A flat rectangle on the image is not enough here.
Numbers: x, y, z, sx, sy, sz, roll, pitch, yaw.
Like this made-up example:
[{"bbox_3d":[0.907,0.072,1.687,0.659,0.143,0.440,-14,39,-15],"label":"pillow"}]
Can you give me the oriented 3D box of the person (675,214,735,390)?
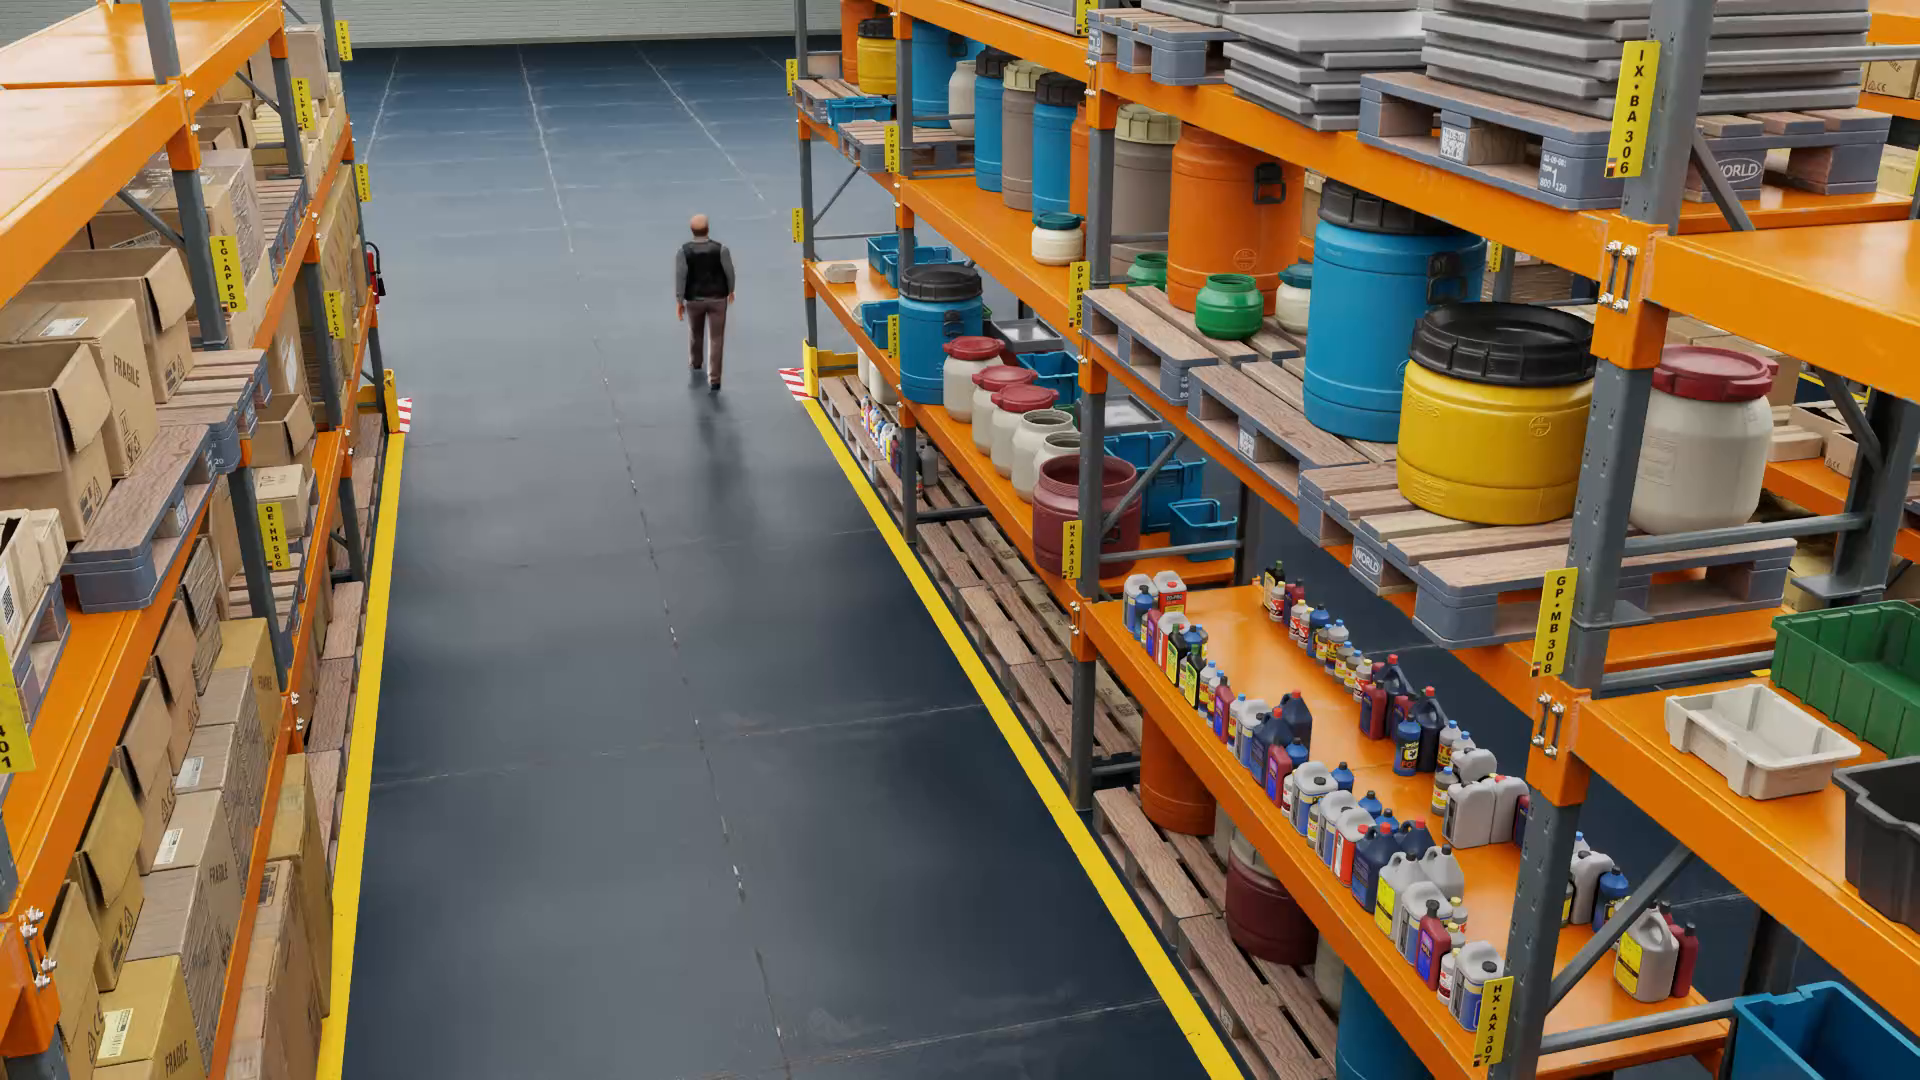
[{"bbox_3d":[-2.490,-2.400,16.376,0.573,1.665,1.022,-2,23,-4],"label":"person"}]
